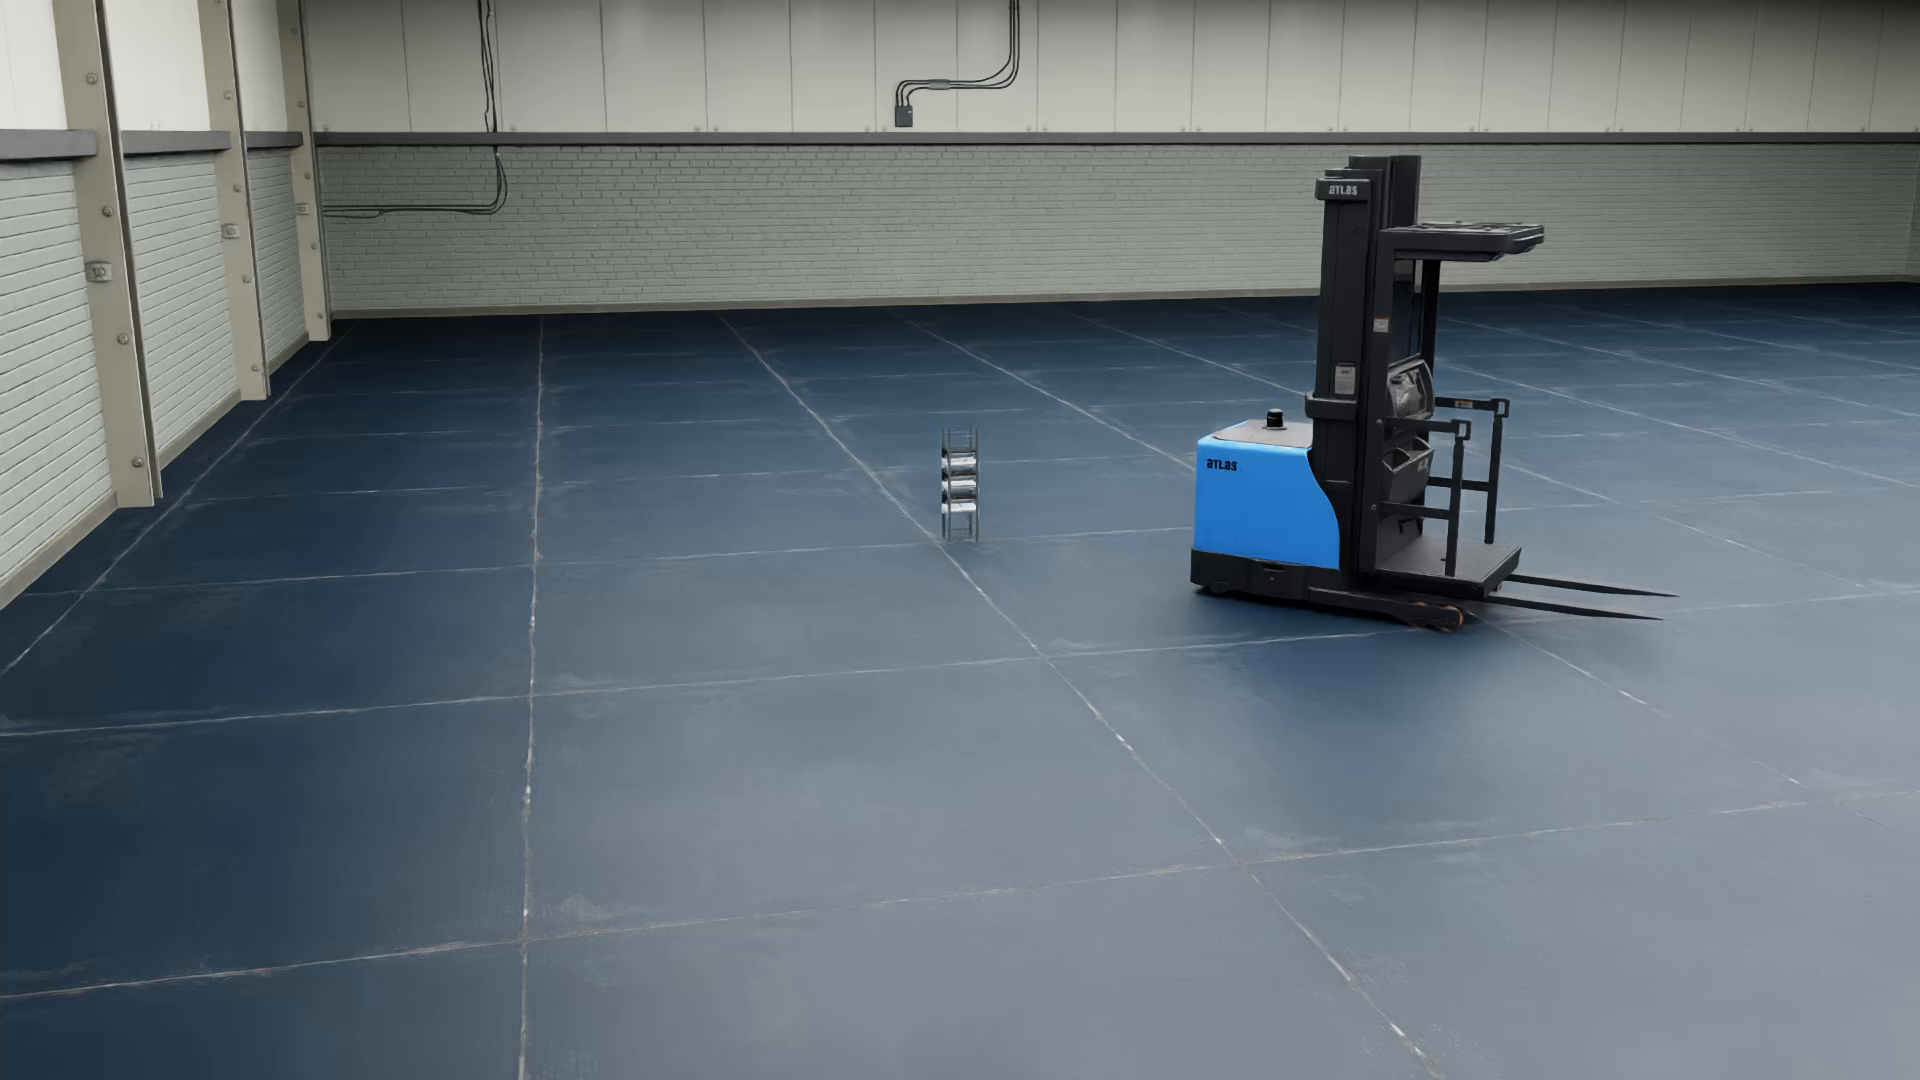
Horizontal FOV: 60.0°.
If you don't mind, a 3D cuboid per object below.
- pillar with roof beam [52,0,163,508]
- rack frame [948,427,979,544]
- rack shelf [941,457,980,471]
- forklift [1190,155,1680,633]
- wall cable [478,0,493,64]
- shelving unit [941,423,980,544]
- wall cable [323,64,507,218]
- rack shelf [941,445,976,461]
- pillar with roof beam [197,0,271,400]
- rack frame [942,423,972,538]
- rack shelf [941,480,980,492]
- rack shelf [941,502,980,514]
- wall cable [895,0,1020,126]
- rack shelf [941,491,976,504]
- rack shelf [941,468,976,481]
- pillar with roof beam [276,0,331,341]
[{"bbox_3d":[-2.854,-4.934,14.164,9.100,9.000,0.400,-3,14,-13],"label":"pillar with roof beam"},{"bbox_3d":[0.026,-0.412,12.717,0.240,0.900,0.006,-3,14,-13],"label":"rack frame"},{"bbox_3d":[0.002,-0.578,12.778,0.258,0.077,0.200,-3,14,-13],"label":"rack shelf"},{"bbox_3d":[3.116,-0.981,10.769,3.031,2.935,1.130,8,16,30],"label":"forklift"},{"bbox_3d":[-6.634,-9.312,27.982,3.097,2.526,0.112,-3,14,-13],"label":"wall cable"},{"bbox_3d":[0.002,-0.435,12.813,0.258,0.900,0.210,-3,14,-13],"label":"shelving unit"},{"bbox_3d":[-9.264,-6.708,27.964,3.097,2.526,0.112,-3,14,-13],"label":"wall cable"},{"bbox_3d":[0.002,-0.665,12.756,0.258,0.077,0.200,-3,14,-13],"label":"rack shelf"},{"bbox_3d":[-4.263,-6.319,19.829,9.100,9.000,0.400,-3,14,-13],"label":"pillar with roof beam"},{"bbox_3d":[-0.022,-0.459,12.909,0.240,0.900,0.006,-3,14,-13],"label":"rack frame"},{"bbox_3d":[0.002,-0.403,12.820,0.258,0.077,0.200,-3,14,-13],"label":"rack shelf"},{"bbox_3d":[0.002,-0.228,12.863,0.258,0.077,0.200,-3,14,-13],"label":"rack shelf"},{"bbox_3d":[-0.032,-10.394,29.343,2.305,6.003,0.169,-3,14,-13],"label":"wall cable"},{"bbox_3d":[0.002,-0.315,12.842,0.258,0.077,0.200,-3,14,-13],"label":"rack shelf"},{"bbox_3d":[0.002,-0.490,12.799,0.258,0.077,0.200,-3,14,-13],"label":"rack shelf"},{"bbox_3d":[-5.673,-7.703,25.495,9.100,9.000,0.400,-3,14,-13],"label":"pillar with roof beam"}]
